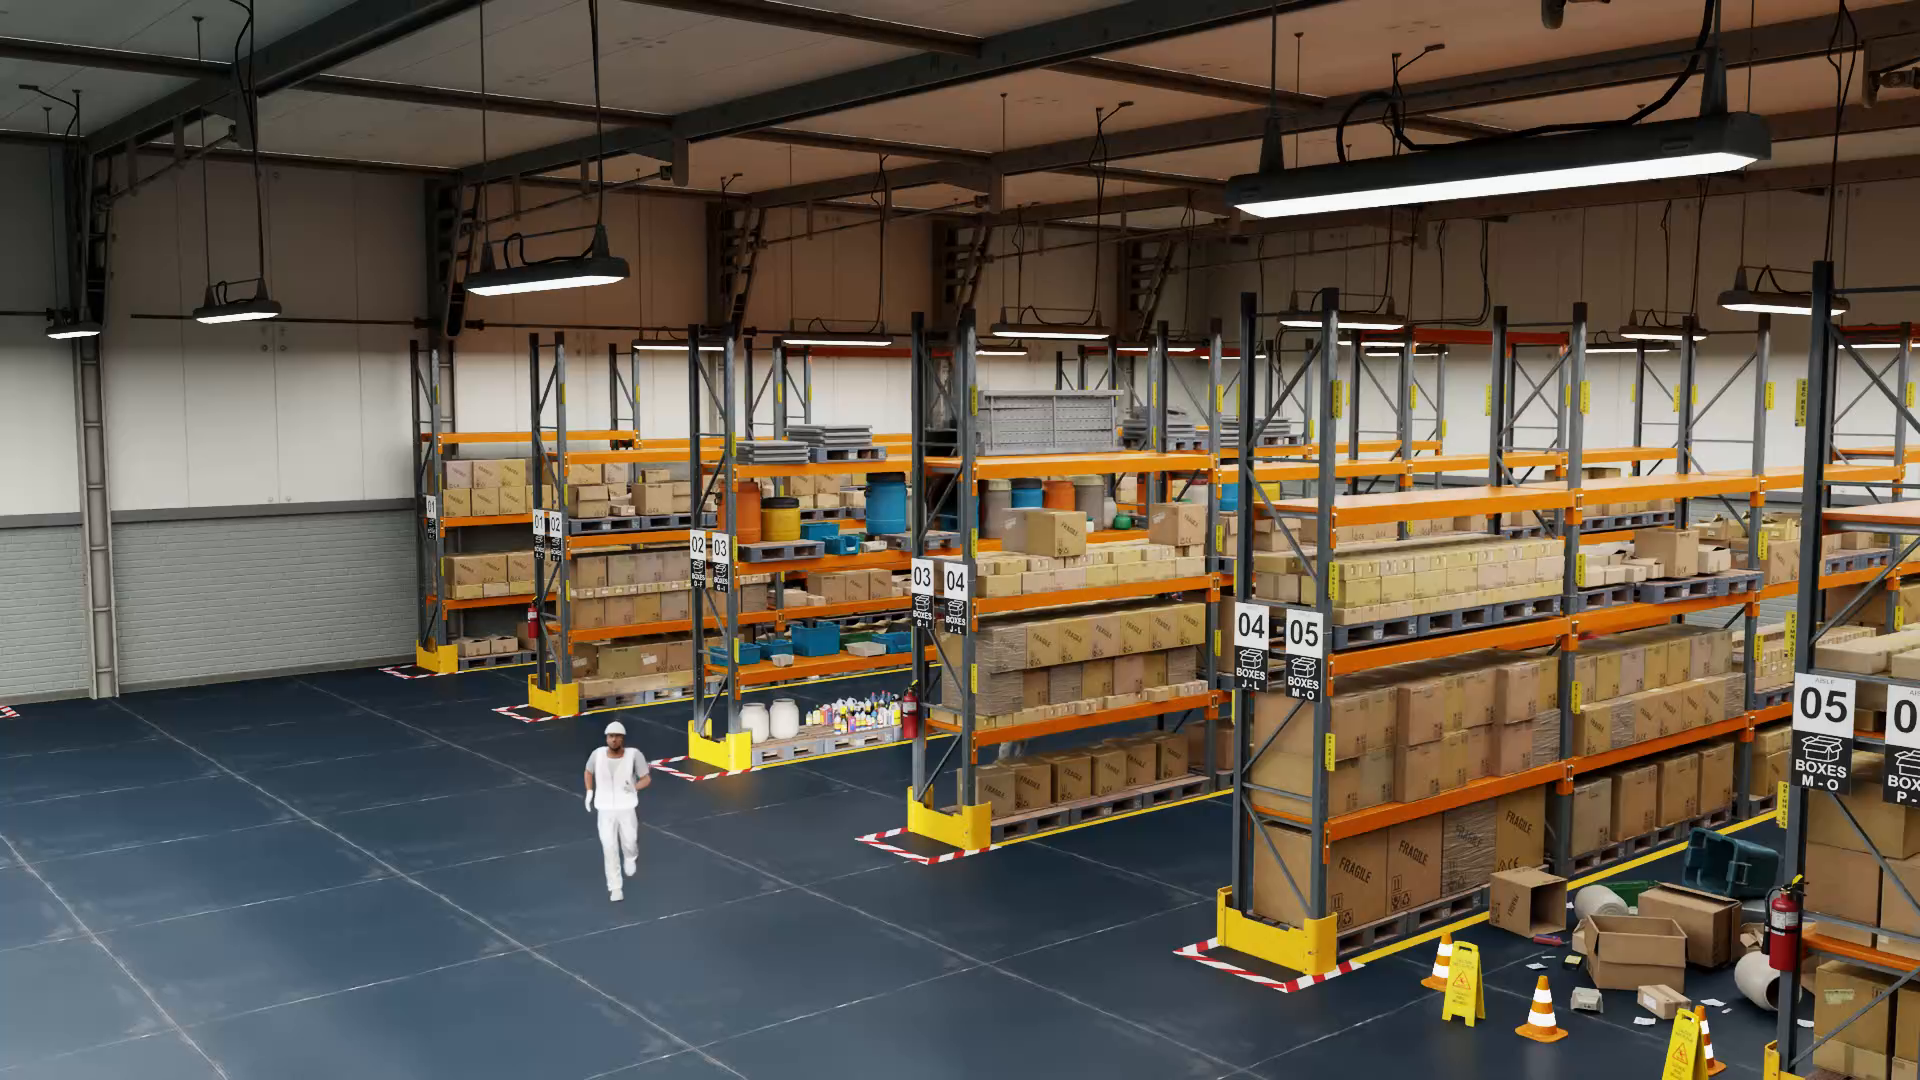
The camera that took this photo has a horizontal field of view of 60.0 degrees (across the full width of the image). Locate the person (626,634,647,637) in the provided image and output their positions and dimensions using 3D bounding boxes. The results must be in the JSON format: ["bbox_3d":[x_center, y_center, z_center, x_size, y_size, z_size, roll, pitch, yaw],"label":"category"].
[{"bbox_3d":[-5.707,1.645,29.462,0.578,1.593,0.601,-5,7,-41],"label":"person"}]

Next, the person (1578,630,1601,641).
[{"bbox_3d":[9.244,2.010,24.589,0.950,1.722,0.683,-5,7,-44],"label":"person"}]

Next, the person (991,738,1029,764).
[{"bbox_3d":[0.668,2.022,21.535,0.751,1.783,0.673,-5,7,-42],"label":"person"}]

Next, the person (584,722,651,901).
[{"bbox_3d":[-3.483,2.713,16.921,0.689,1.762,0.877,-1,5,-6],"label":"person"}]
